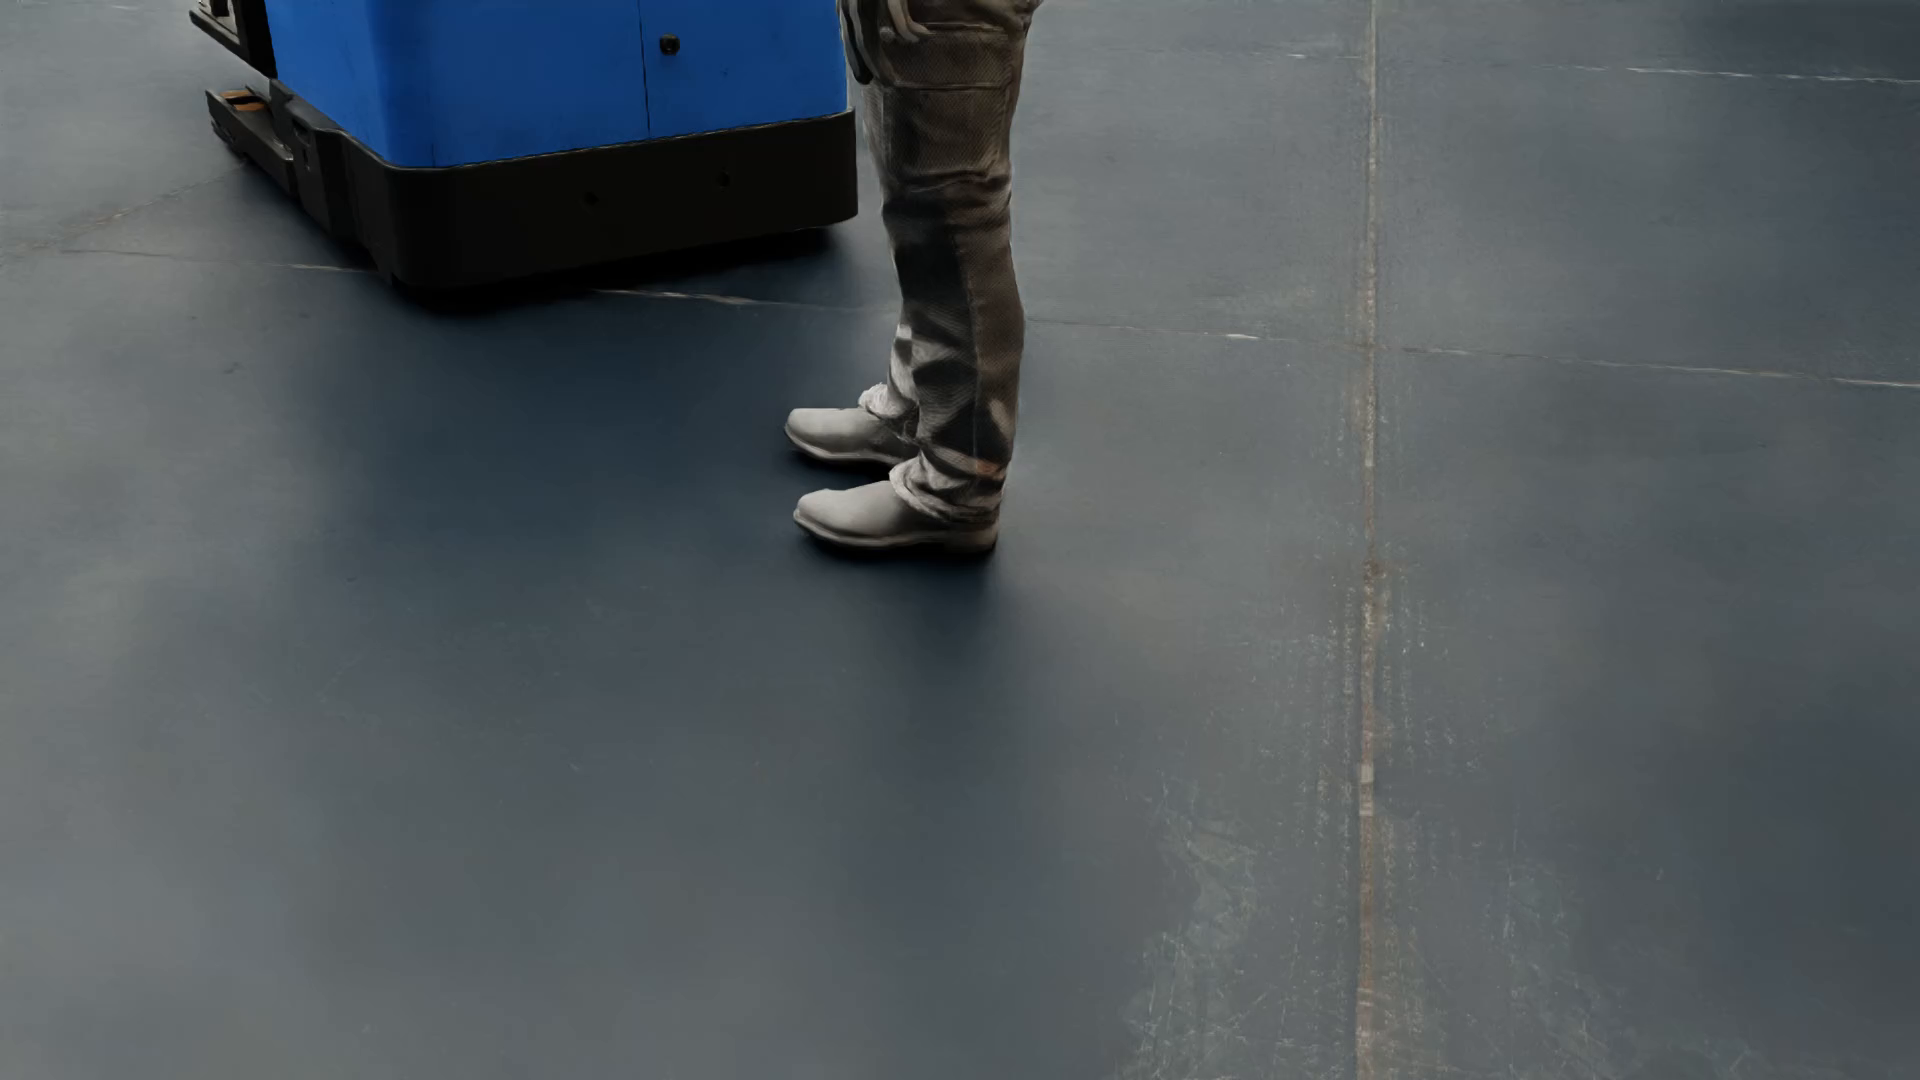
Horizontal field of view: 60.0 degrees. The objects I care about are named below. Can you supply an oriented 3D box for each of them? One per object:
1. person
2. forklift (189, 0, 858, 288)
[{"bbox_3d":[-0.069,-0.813,2.116,0.576,1.782,0.655,6,27,11],"label":"person"},{"bbox_3d":[-1.453,-2.433,4.069,1.130,2.935,3.031,-16,31,-29],"label":"forklift"}]
